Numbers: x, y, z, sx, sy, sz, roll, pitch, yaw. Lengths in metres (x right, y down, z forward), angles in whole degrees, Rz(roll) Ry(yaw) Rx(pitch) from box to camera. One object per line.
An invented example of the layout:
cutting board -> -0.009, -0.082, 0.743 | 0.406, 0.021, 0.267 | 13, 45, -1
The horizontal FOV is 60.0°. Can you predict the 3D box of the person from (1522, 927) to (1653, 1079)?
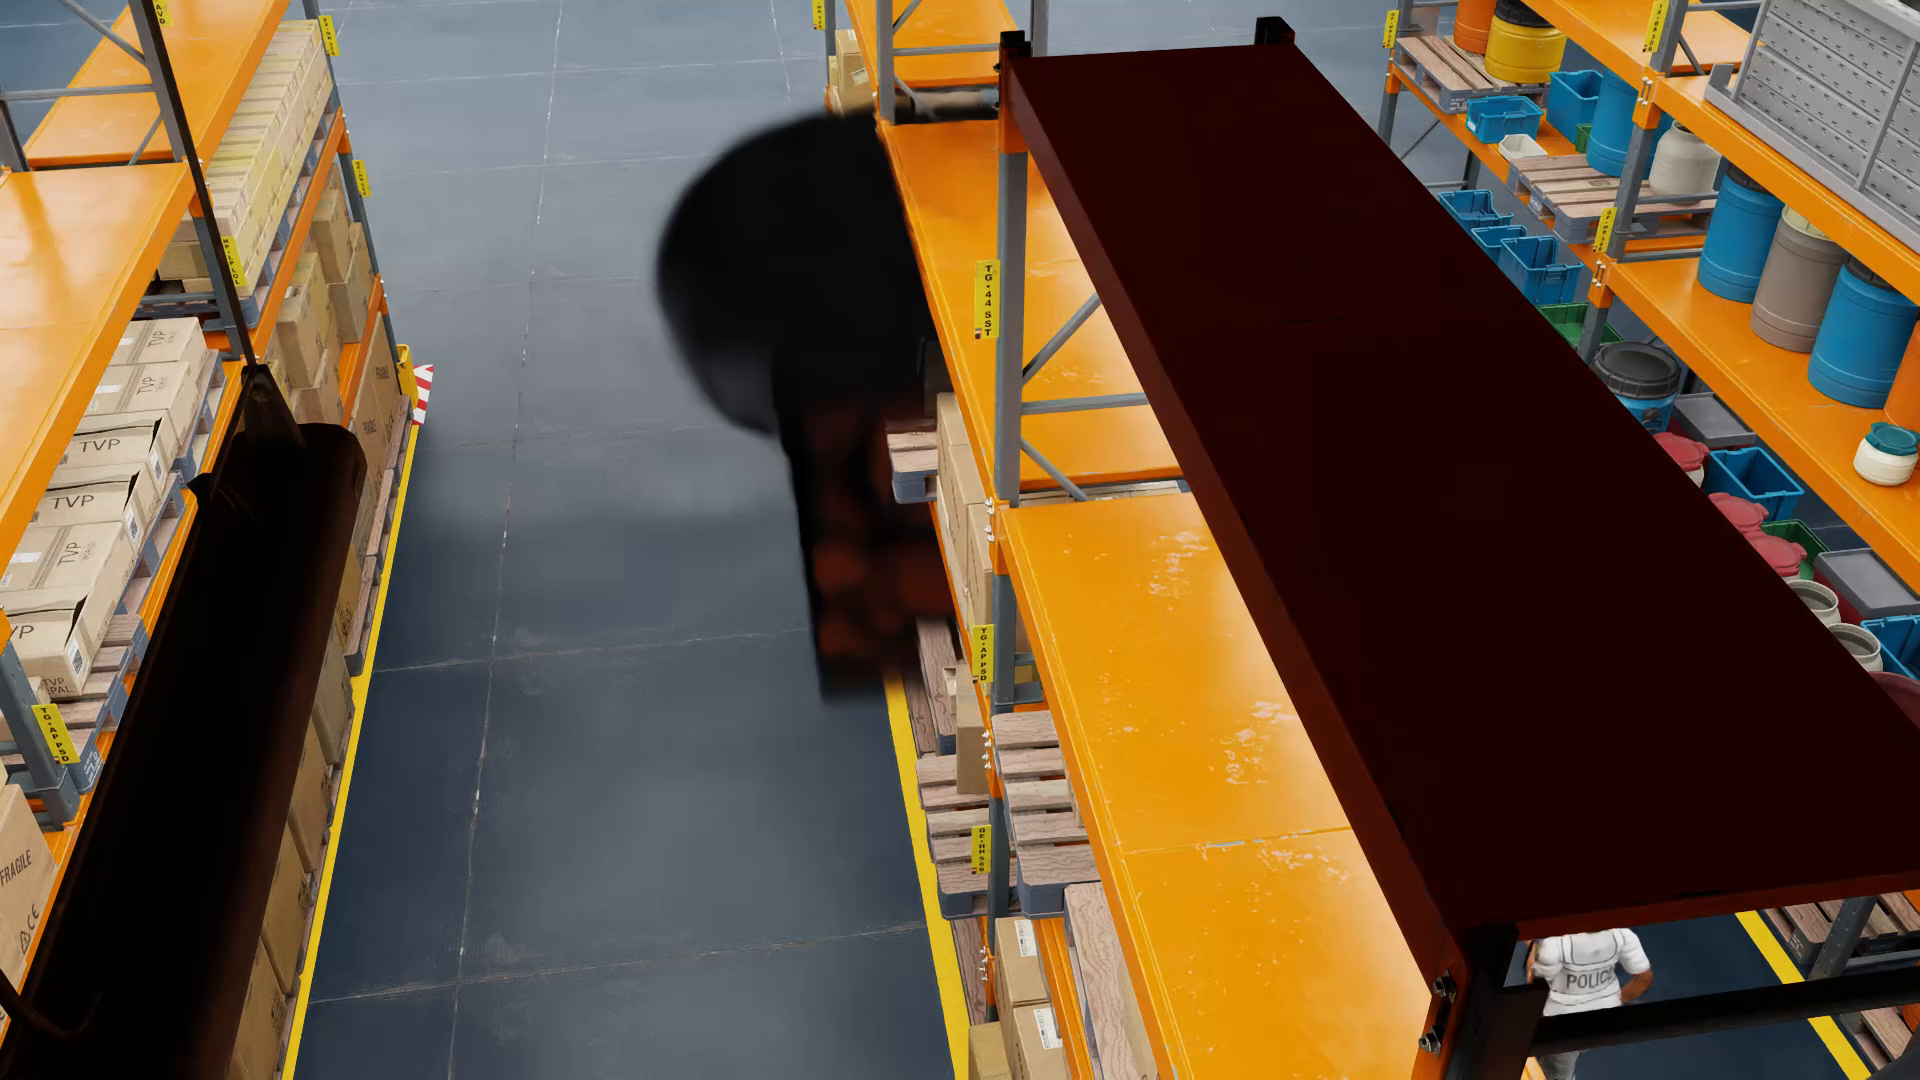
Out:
person -> 3.087, 2.408, 8.451 | 0.518, 1.742, 0.797 | -11, 38, -15
